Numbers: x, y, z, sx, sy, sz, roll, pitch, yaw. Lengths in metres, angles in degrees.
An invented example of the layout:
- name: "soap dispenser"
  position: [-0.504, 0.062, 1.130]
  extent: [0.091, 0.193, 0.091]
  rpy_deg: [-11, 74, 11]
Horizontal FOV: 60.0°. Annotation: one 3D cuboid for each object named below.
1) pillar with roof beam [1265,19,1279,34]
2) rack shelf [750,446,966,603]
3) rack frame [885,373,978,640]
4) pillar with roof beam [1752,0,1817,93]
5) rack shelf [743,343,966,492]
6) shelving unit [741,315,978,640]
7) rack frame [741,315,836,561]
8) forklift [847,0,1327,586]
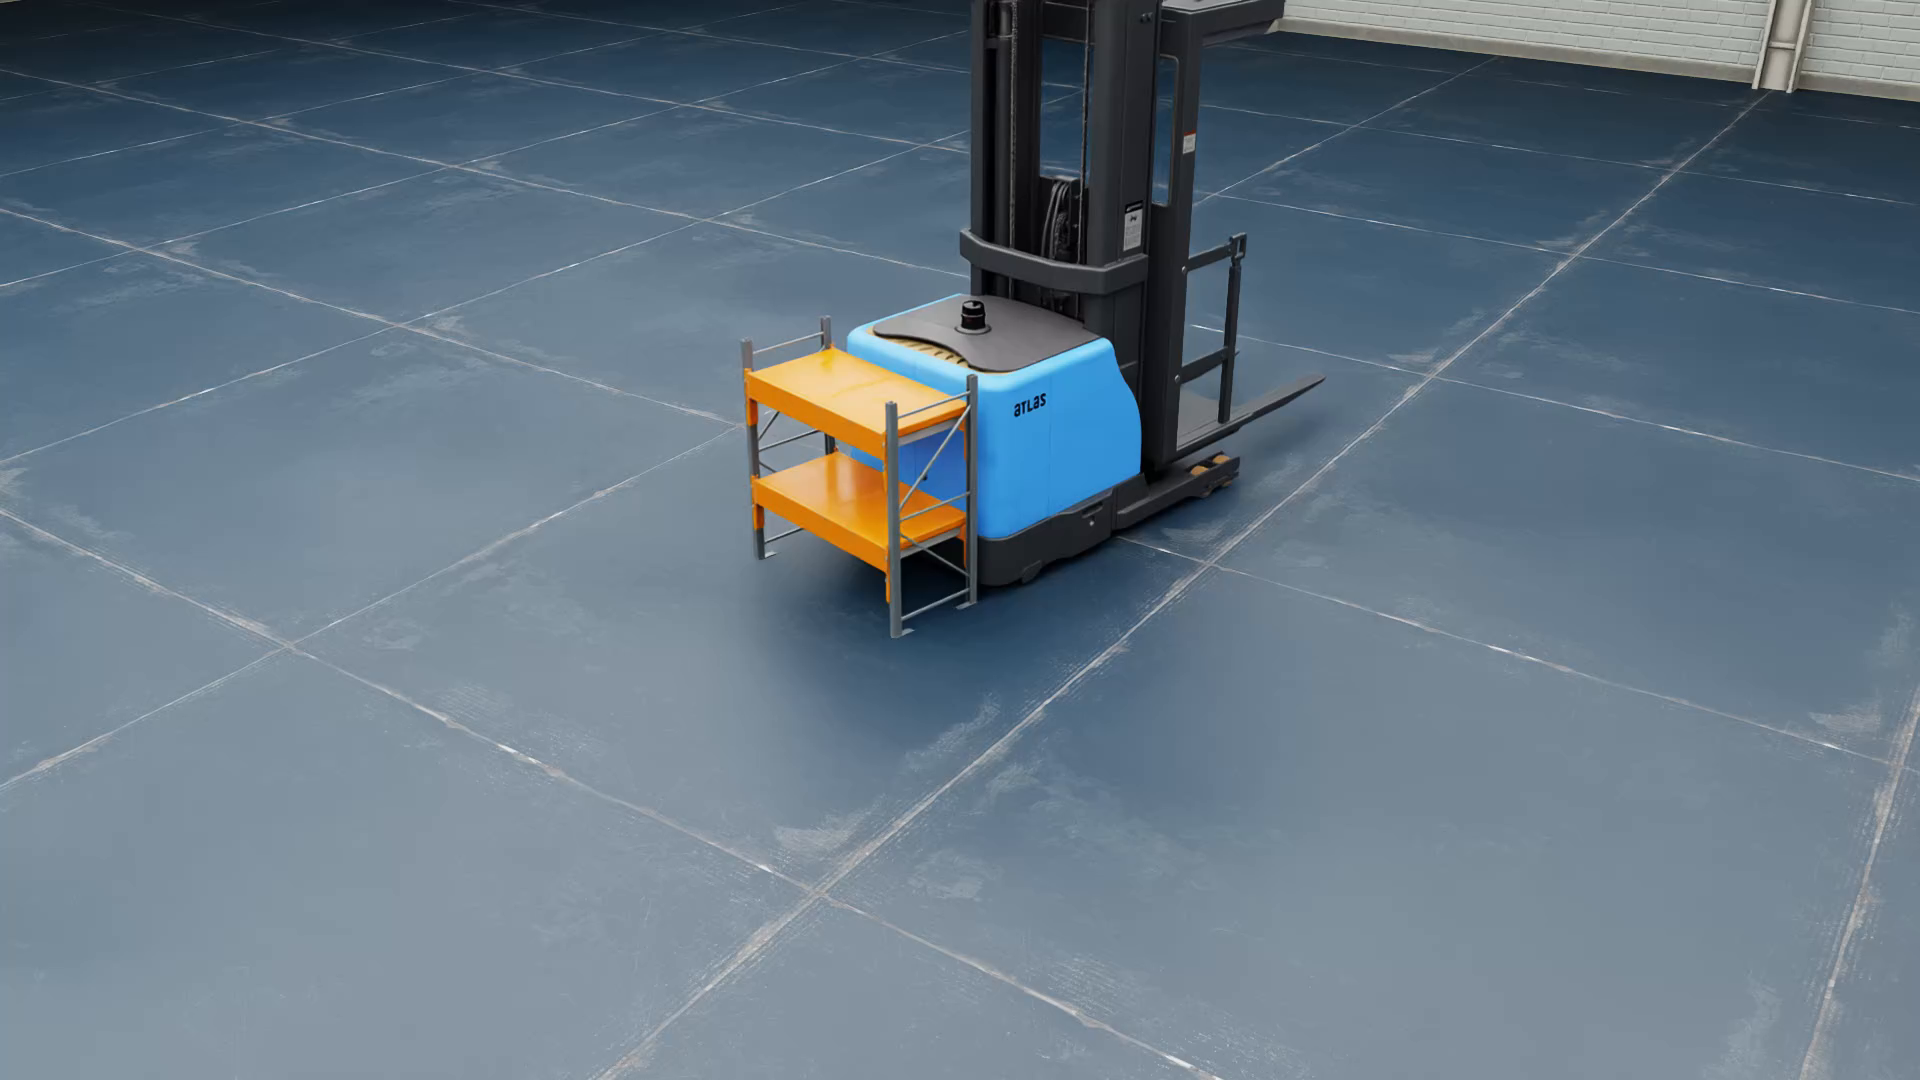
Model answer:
- name: "pillar with roof beam"
  position: [1.291, -8.755, 15.531]
  extent: [0.400, 9.000, 9.100]
  rpy_deg: [17, 32, 30]
- name: "rack shelf"
  position: [-0.460, -0.091, 7.729]
  extent: [0.538, 0.278, 1.000]
  rpy_deg: [-23, 35, -37]
- name: "rack frame"
  position: [-0.116, -0.139, 7.284]
  extent: [0.500, 1.125, 0.032]
  rpy_deg: [-23, 35, -37]
- name: "pillar with roof beam"
  position: [6.236, -7.214, 12.504]
  extent: [0.400, 9.000, 9.100]
  rpy_deg: [17, 32, 30]
- name: "rack shelf"
  position: [-0.460, -0.570, 7.485]
  extent: [0.538, 0.278, 1.000]
  rpy_deg: [-23, 35, -37]
- name: "shelving unit"
  position: [-0.460, -0.309, 7.618]
  extent: [0.538, 1.125, 1.048]
  rpy_deg: [-23, 35, -37]
- name: "rack frame"
  position: [-0.803, -0.479, 7.952]
  extent: [0.500, 1.125, 0.032]
  rpy_deg: [-23, 35, -37]
- name: "forklift"
  position: [0.835, -1.669, 8.298]
  extent: [1.130, 2.935, 3.031]
  rpy_deg: [24, 35, 38]
